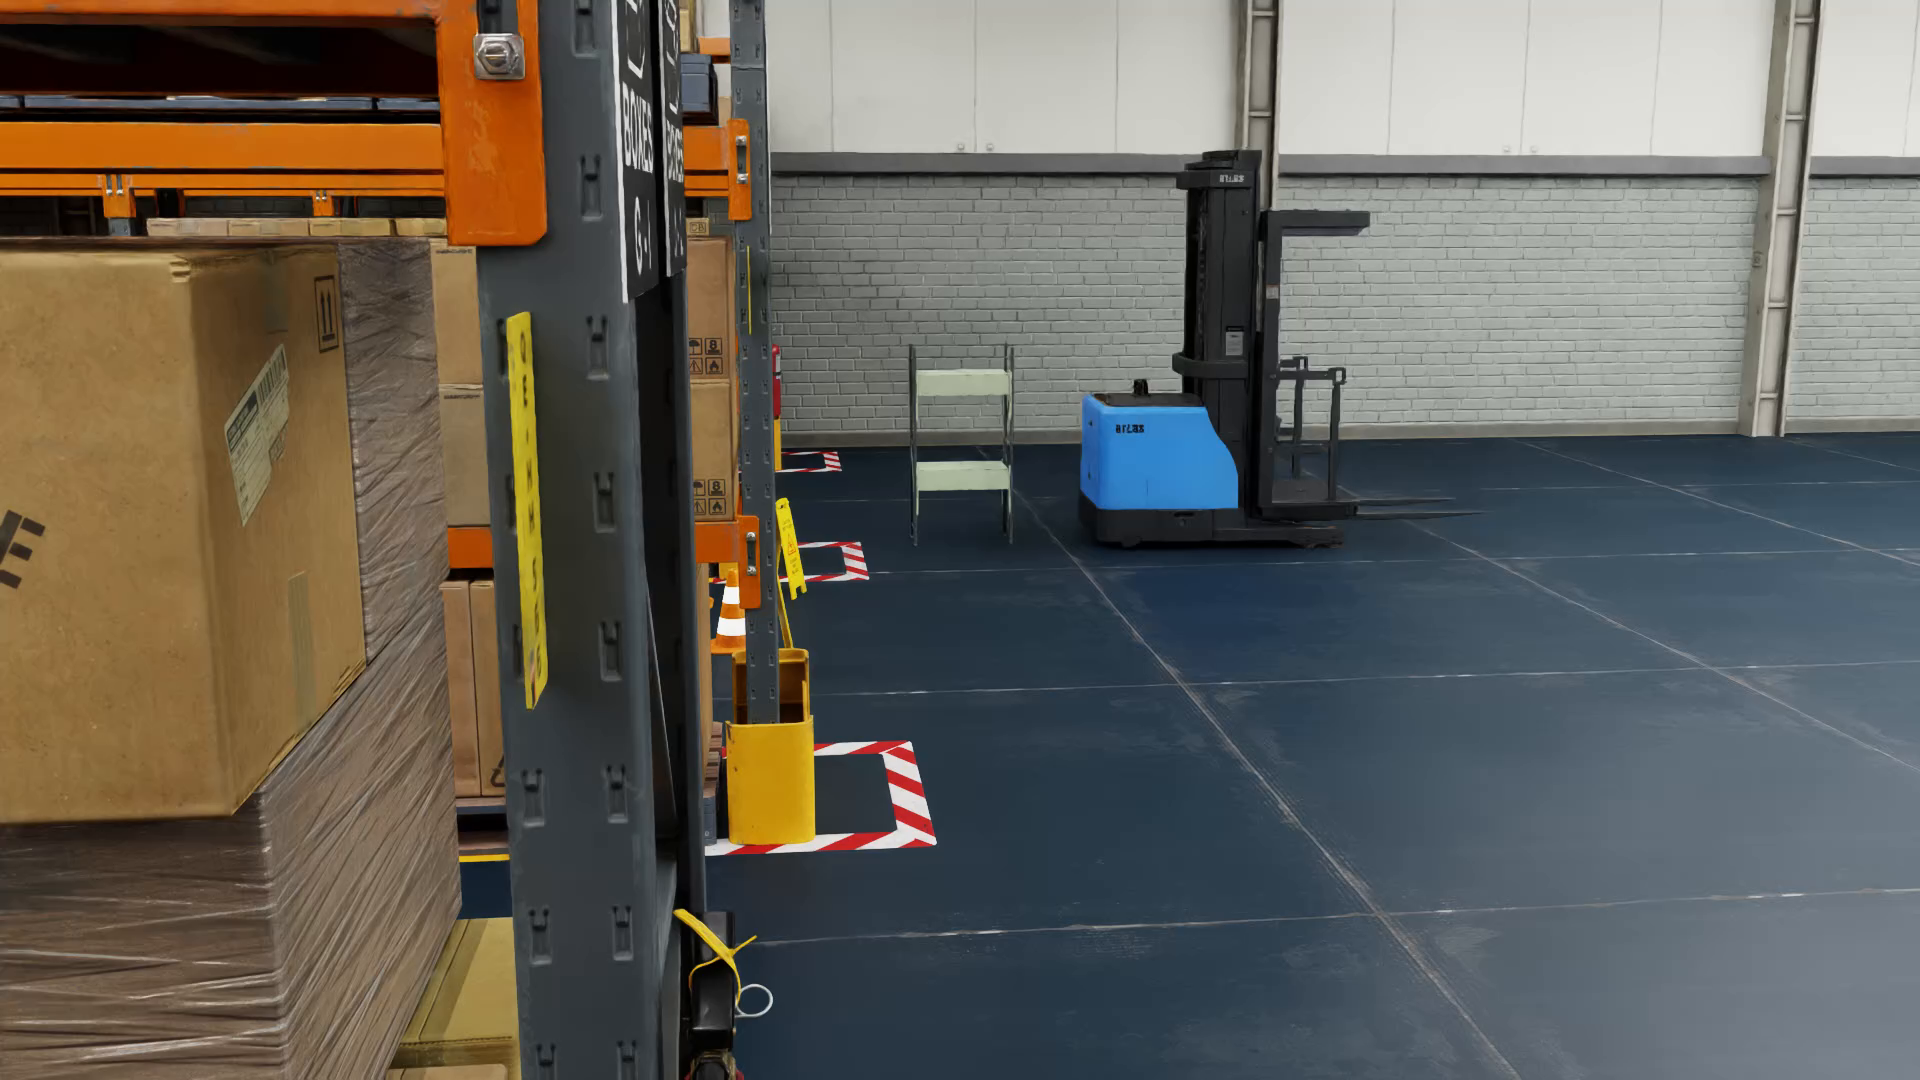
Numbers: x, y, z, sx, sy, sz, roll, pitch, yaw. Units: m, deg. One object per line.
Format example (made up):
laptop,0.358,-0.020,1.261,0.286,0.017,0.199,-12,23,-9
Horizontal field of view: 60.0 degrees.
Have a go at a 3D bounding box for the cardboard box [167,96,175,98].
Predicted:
cardboard box,-5.103,-2.911,10.706,0.250,0.149,0.380,-1,11,-7

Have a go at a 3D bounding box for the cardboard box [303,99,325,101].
cardboard box,-3.973,-2.748,10.913,0.500,0.250,0.500,-1,11,-6

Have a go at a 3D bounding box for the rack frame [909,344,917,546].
rack frame,-0.357,-0.728,12.685,0.023,1.500,0.400,-1,11,-6

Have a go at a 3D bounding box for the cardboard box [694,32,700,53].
cardboard box,-1.215,-2.021,6.900,0.250,0.149,0.380,-1,11,-6

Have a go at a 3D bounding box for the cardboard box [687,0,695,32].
cardboard box,-1.347,-2.202,6.785,0.500,0.250,0.500,-1,11,-6

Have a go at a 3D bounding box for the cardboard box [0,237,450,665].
cardboard box,-0.981,-0.136,2.163,0.500,0.500,0.500,-1,11,-6

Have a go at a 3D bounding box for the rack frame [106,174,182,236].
rack frame,-5.451,-1.227,11.333,0.127,3.000,1.000,-1,11,-6

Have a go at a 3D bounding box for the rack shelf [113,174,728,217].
rack shelf,-3.463,-2.387,11.325,4.000,0.370,1.077,-1,11,-6

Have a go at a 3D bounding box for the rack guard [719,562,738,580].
rack guard,-1.550,-0.082,11.990,0.348,0.500,1.175,-1,11,-6

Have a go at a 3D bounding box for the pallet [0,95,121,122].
pallet,-4.002,-1.723,6.311,1.213,0.211,1.003,-1,11,-6

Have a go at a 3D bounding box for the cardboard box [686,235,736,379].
cardboard box,-1.213,-0.966,6.819,0.550,0.550,0.875,-1,11,-6

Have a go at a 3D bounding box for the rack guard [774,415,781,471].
rack guard,-1.991,-1.036,16.842,0.348,0.500,1.175,-1,11,-6

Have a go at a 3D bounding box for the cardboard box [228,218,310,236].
cardboard box,-4.480,-1.887,11.066,0.500,0.500,0.700,-1,11,-6

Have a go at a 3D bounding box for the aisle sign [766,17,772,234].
aisle sign,-0.737,-1.583,6.403,0.004,0.787,0.394,-1,11,-6

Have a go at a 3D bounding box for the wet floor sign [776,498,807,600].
wet floor sign,-1.170,0.046,10.960,0.232,0.644,0.267,3,11,14

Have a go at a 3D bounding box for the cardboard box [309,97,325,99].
cardboard box,-4.079,-2.941,10.859,0.250,0.149,0.380,-2,11,-8

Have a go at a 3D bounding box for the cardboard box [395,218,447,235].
cardboard box,-3.470,-1.920,11.237,0.500,0.500,0.700,-1,11,-6

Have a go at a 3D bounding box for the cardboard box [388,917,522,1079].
cardboard box,-0.714,0.674,2.317,0.250,0.149,0.380,-1,11,-6

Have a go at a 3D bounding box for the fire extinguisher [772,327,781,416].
fire extinguisher,-1.311,-1.186,11.327,0.183,0.674,0.296,-1,11,-6

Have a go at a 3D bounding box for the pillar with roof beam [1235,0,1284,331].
pillar with roof beam,3.626,-4.664,13.262,0.400,9.000,9.100,-1,11,-6

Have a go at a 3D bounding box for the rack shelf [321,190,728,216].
rack shelf,-4.003,-3.339,16.167,4.000,0.370,1.077,-1,11,-6

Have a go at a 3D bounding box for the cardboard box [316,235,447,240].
cardboard box,-2.321,-0.952,6.744,0.550,0.550,0.875,-1,11,-6

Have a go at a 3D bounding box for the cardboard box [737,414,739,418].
cardboard box,-2.504,-1.394,16.928,0.500,0.250,0.500,-1,11,-5

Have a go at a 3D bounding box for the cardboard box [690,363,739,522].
cardboard box,-1.204,-0.420,6.841,0.550,0.550,0.875,-1,11,-6

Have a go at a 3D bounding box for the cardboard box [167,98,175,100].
cardboard box,-4.984,-2.728,10.809,0.500,0.250,0.500,-1,11,-7

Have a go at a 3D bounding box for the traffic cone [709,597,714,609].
traffic cone,-1.763,0.191,10.698,0.334,0.463,0.336,-1,11,-6

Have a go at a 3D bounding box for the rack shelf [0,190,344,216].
rack shelf,-7.979,-3.256,15.743,4.000,0.370,1.077,-1,11,-6

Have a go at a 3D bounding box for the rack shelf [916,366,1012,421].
rack shelf,0.007,-1.119,12.649,0.720,0.370,0.431,-1,11,-6

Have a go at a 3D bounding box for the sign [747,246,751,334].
sign,-0.795,-0.943,6.274,0.005,0.325,0.100,-1,11,-6

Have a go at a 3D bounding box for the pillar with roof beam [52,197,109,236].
pillar with roof beam,-8.304,-4.414,11.990,0.400,9.000,9.100,-1,11,-6

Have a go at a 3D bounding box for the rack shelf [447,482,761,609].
rack shelf,-2.828,0.032,6.797,4.000,0.370,1.077,-1,11,-6

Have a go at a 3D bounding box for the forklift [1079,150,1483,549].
forklift,2.497,-1.475,12.772,3.031,2.935,1.130,-1,11,-4

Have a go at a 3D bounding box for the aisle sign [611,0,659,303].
aisle sign,-0.310,-0.629,1.553,0.004,0.787,0.394,-1,11,-6

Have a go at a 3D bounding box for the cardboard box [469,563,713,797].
cardboard box,-1.507,0.500,6.967,0.875,0.875,0.875,-1,11,-6

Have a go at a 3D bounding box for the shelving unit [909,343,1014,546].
shelving unit,0.007,-0.736,12.724,0.755,1.500,0.431,-1,11,-6

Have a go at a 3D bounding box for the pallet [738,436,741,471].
pallet,-2.770,-0.870,16.746,1.213,0.211,1.003,-1,11,-6

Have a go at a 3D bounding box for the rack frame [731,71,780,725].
rack frame,-0.840,-0.363,6.939,0.127,3.000,1.000,-1,11,-6

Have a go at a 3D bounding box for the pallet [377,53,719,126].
pallet,-1.576,-1.774,6.569,1.213,0.211,1.003,-1,11,-6

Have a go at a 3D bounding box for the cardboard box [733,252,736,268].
cardboard box,-2.371,-2.809,16.670,0.250,0.149,0.380,-1,11,-7

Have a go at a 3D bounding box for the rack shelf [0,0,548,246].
rack shelf,-2.393,-0.487,1.658,4.000,0.370,1.077,-1,11,-6

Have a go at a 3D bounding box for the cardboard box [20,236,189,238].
cardboard box,-3.360,-0.903,6.497,0.550,0.550,0.875,-1,11,-6

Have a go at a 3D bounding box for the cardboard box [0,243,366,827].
cardboard box,-0.925,-0.037,1.656,0.500,0.500,0.500,-1,11,-6
